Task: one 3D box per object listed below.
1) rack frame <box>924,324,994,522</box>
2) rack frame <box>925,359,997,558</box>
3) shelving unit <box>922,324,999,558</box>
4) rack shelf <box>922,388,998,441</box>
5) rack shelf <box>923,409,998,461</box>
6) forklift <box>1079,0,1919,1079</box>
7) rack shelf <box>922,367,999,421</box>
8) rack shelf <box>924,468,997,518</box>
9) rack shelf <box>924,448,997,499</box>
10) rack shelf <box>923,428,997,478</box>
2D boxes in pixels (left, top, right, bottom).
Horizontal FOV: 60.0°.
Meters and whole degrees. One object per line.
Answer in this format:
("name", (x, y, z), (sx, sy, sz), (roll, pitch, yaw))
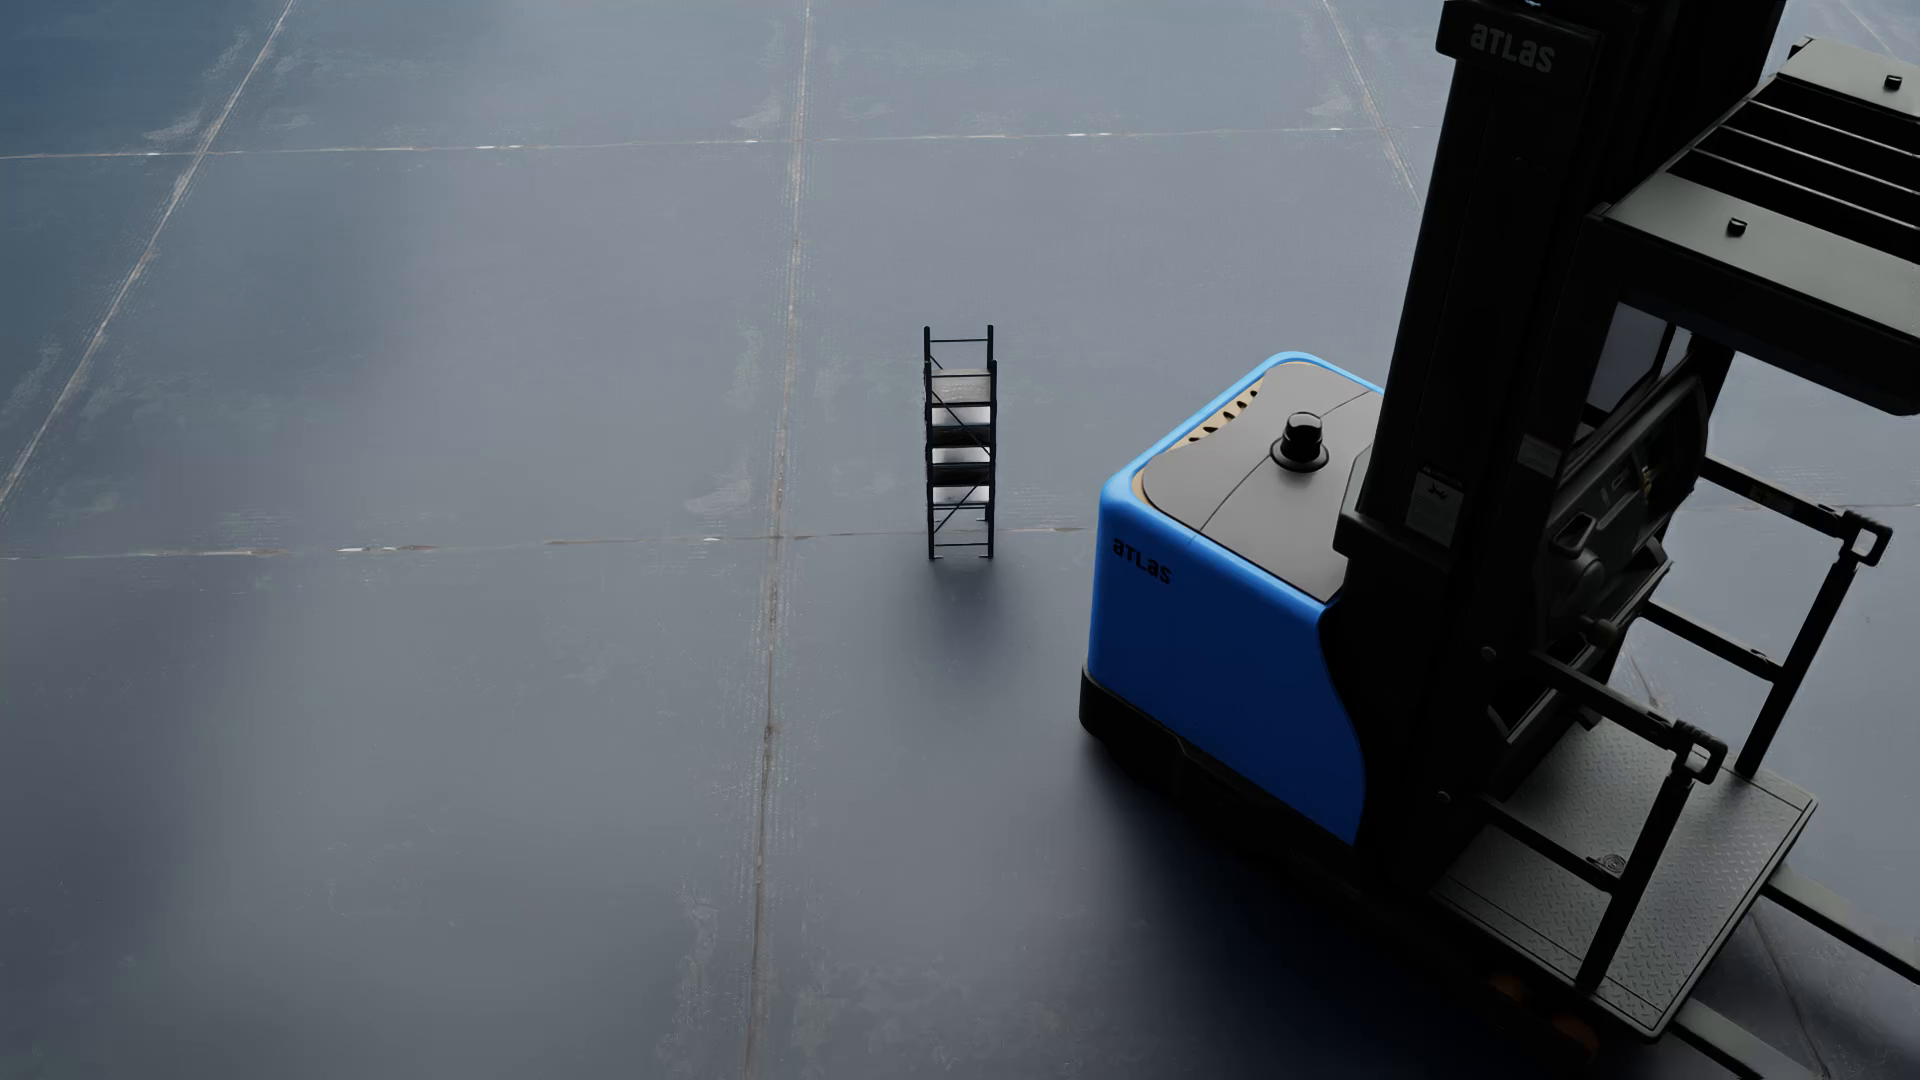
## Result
("rack frame", (-0.005, -0.406, 6.027), (0.240, 0.900, 0.006), (-2, 43, -2))
("rack frame", (0.004, -0.269, 5.877), (0.240, 0.900, 0.006), (-2, 43, -2))
("shelving unit", (0.000, -0.337, 5.952), (0.258, 0.900, 0.210), (-2, 43, -2))
("rack shelf", (0.000, -0.445, 5.853), (0.258, 0.077, 0.200), (-2, 43, -2))
("rack shelf", (0.000, -0.379, 5.914), (0.258, 0.077, 0.200), (-2, 43, -2))
("forklift", (1.817, -0.007, 4.088), (3.031, 2.935, 1.130), (32, 51, 30))
("rack shelf", (0.000, -0.512, 5.792), (0.258, 0.077, 0.200), (-2, 43, -2))
("rack shelf", (0.000, -0.180, 6.096), (0.258, 0.077, 0.200), (-2, 43, -2))
("rack shelf", (0.000, -0.246, 6.035), (0.258, 0.077, 0.200), (-2, 43, -2))
("rack shelf", (0.000, -0.313, 5.974), (0.258, 0.077, 0.200), (-2, 43, -2))
